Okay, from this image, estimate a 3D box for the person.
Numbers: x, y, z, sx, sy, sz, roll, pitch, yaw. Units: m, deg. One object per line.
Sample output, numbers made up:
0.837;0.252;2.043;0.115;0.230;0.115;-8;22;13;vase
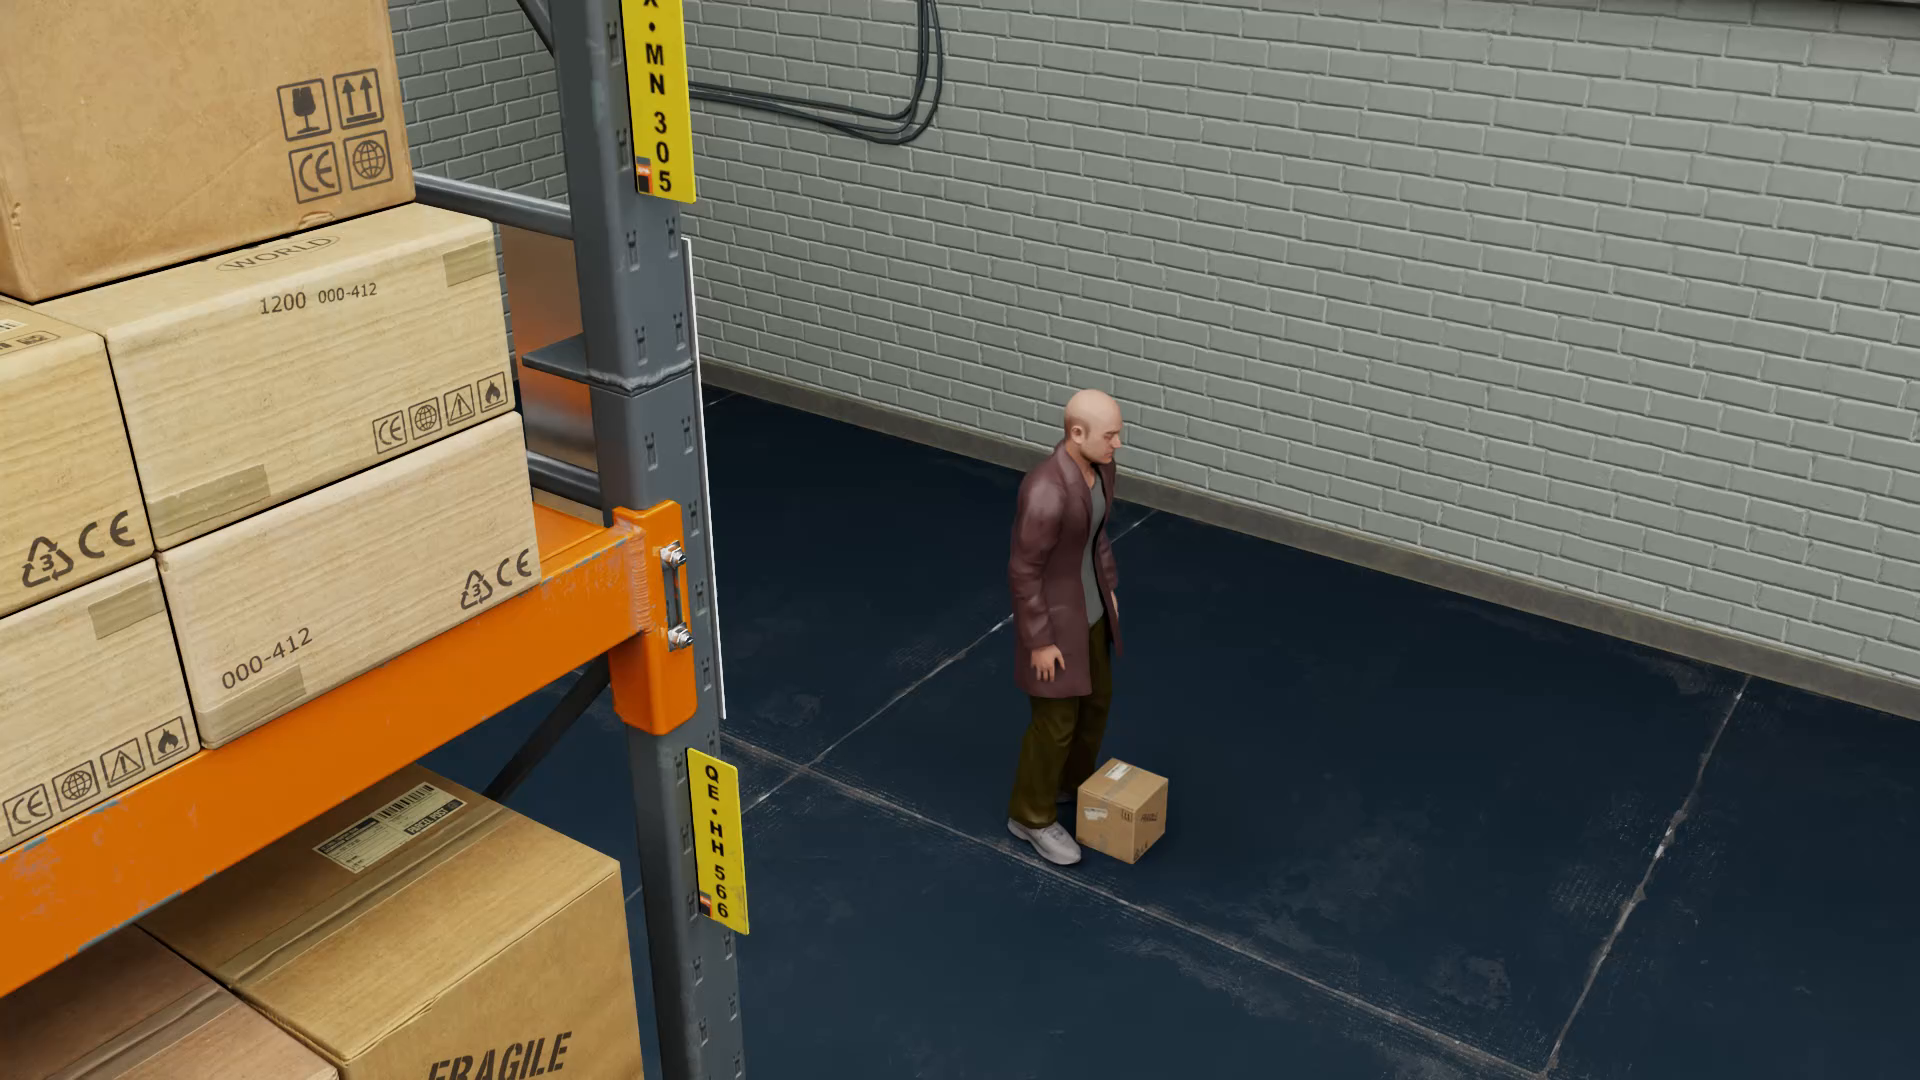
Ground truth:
0.402;0.282;6.070;0.427;1.773;0.633;16;31;29;person
